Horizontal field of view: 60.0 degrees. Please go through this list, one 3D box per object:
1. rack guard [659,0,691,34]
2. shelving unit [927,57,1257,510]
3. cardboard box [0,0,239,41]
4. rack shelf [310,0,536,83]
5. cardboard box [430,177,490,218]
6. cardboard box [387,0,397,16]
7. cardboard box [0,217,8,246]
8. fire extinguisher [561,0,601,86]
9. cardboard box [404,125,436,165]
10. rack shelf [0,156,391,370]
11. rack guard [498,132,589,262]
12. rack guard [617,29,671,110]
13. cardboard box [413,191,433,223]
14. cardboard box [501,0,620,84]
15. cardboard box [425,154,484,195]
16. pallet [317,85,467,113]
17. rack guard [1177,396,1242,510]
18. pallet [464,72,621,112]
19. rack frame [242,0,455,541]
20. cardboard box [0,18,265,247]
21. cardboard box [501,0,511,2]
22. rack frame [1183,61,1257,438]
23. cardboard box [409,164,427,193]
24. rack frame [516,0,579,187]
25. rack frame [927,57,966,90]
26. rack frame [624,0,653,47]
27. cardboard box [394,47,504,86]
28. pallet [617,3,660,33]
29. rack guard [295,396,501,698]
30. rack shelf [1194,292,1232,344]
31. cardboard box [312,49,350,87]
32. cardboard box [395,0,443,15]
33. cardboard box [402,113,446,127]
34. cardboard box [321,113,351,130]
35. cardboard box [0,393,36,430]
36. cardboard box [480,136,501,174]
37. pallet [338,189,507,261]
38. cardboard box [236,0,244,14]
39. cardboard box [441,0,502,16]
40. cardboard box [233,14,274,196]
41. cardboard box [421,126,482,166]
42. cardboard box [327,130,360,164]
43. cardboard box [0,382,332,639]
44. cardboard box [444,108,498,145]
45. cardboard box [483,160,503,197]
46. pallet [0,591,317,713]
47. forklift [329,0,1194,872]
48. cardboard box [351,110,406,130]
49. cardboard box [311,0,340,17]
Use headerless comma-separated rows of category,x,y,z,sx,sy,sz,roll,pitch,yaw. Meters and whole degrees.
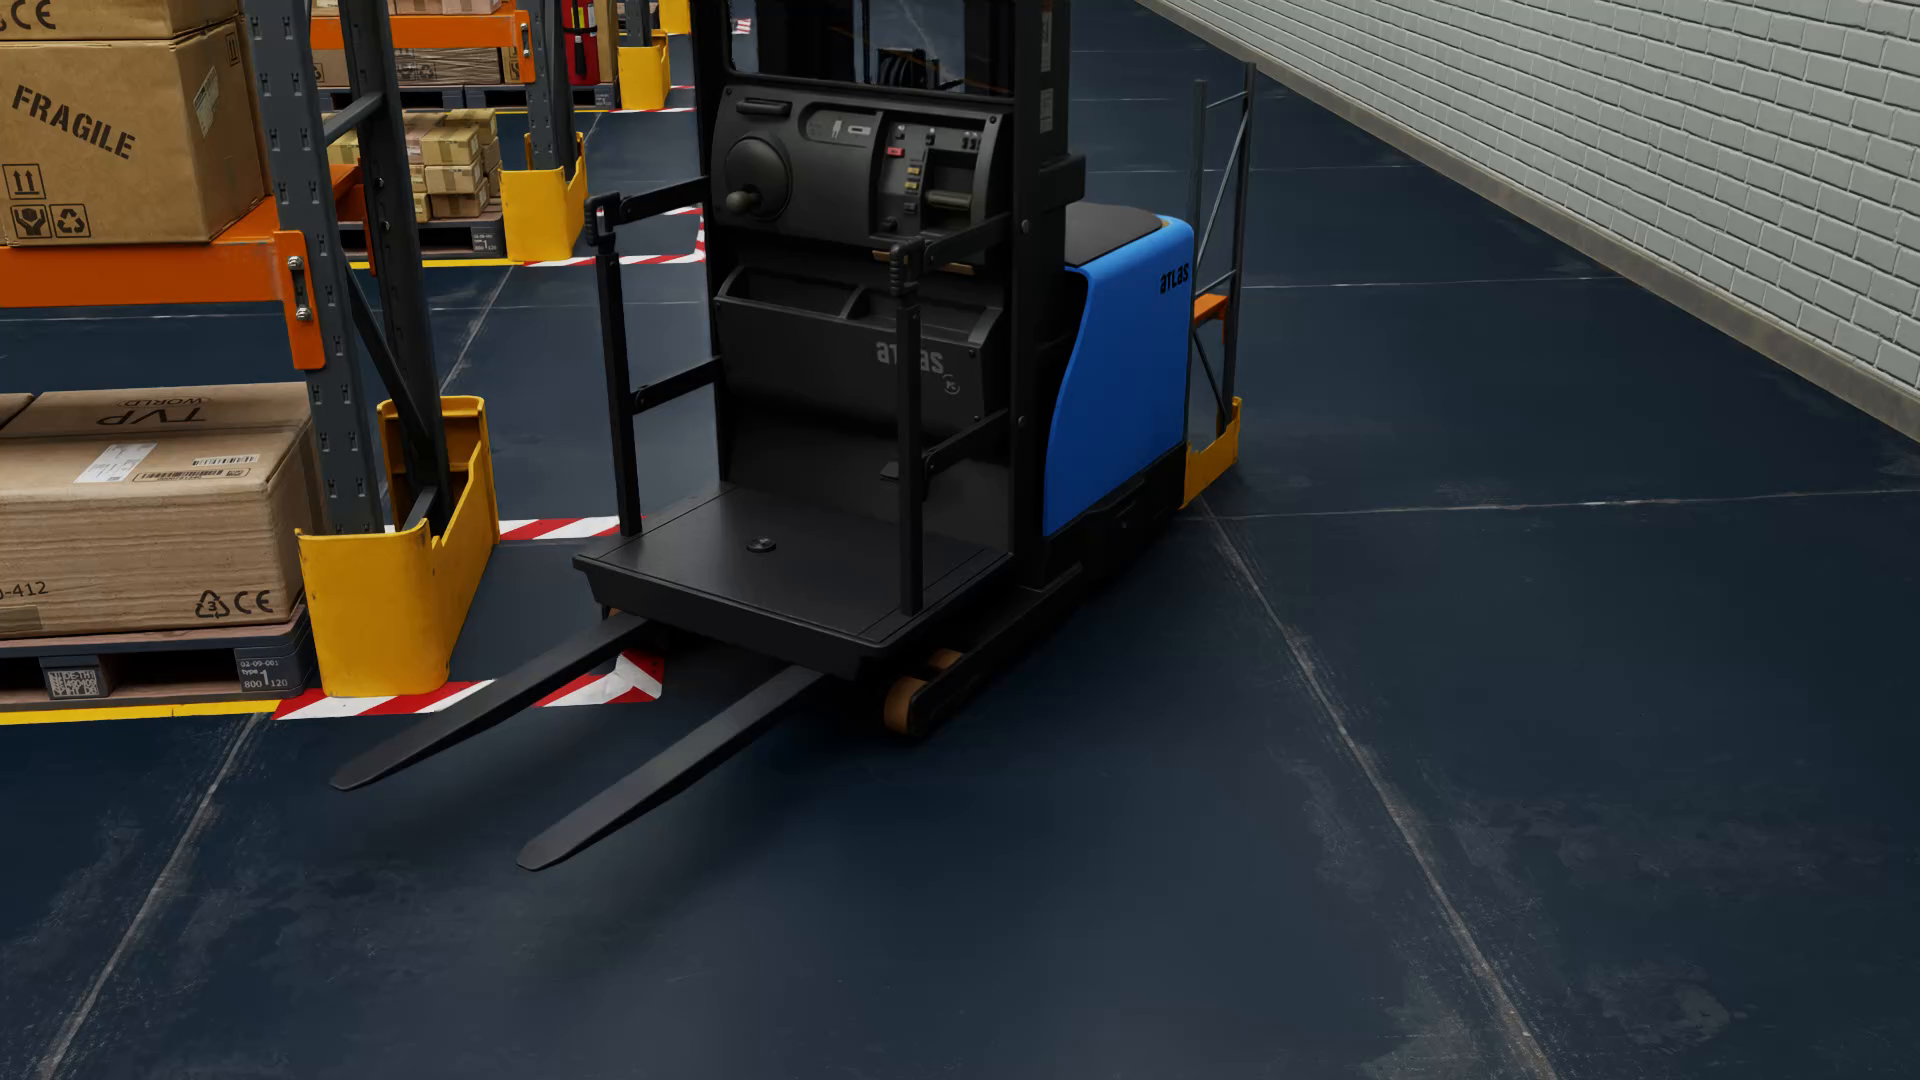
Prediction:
rack guard,-3.175,-6.031,18.703,0.348,0.500,1.175,-2,24,-5
shelving unit,0.469,-1.003,6.160,1.083,1.500,0.587,13,27,27
cardboard box,-2.193,-1.546,4.182,0.500,0.500,0.500,-2,24,-3
rack shelf,-4.314,-2.748,9.124,4.000,0.370,1.077,-2,24,-5
cardboard box,-2.827,-1.940,9.414,0.250,0.149,0.380,-2,24,-4
cardboard box,-3.120,-2.903,8.898,0.250,0.149,0.380,-3,24,-6
cardboard box,-2.692,-1.065,4.330,0.500,0.500,0.500,-3,24,-6
fire extinguisher,-2.028,-2.774,8.852,0.183,0.674,0.296,-2,24,-5
cardboard box,-3.081,-2.207,9.282,0.250,0.149,0.380,-2,24,-4
rack shelf,-3.727,-0.751,4.632,4.000,0.370,1.077,-2,24,-5
rack guard,-2.399,-2.011,9.658,0.348,0.500,1.175,-2,24,-5
rack guard,-2.687,-4.024,14.187,0.348,0.500,1.175,-2,24,-5
cardboard box,-3.073,-1.889,9.299,0.250,0.149,0.380,-2,24,-4
cardboard box,-3.340,-4.328,13.893,0.875,0.875,0.875,-2,24,-5
cardboard box,-2.821,-2.045,9.284,0.250,0.149,0.380,-3,24,-7
pallet,-4.710,-3.780,13.994,1.213,0.211,1.003,-2,24,-5
rack guard,0.902,-0.332,6.189,0.087,0.250,0.587,13,27,27
pallet,-3.499,-3.827,14.101,1.213,0.211,1.003,-2,24,-5
rack frame,-1.737,-1.159,4.665,0.127,3.000,1.000,-2,24,-5
cardboard box,-2.191,-1.079,4.361,0.500,0.500,0.500,-2,24,-5
cardboard box,-2.678,-3.161,9.478,0.250,0.149,0.380,-2,24,-6
rack frame,0.903,-0.903,5.935,0.032,1.500,0.500,13,27,27
cardboard box,-3.086,-2.056,9.309,0.250,0.149,0.380,-3,24,-6
rack frame,-2.324,-3.156,9.158,0.127,3.000,1.000,-2,24,-5
rack frame,0.018,-1.106,6.392,0.032,1.500,0.500,13,27,27
rack frame,-2.711,-5.165,13.677,0.127,3.000,1.000,-2,24,-5
cardboard box,-4.245,-4.292,13.811,0.875,0.875,0.875,-2,24,-5
pallet,-4.022,-5.875,18.709,1.213,0.211,1.003,-2,24,-5
rack guard,-1.713,-0.018,5.175,0.348,0.500,1.175,-2,24,-5
rack shelf,0.461,-0.840,6.237,1.000,0.185,0.538,13,27,27
cardboard box,-5.131,-4.256,13.731,0.875,0.875,0.875,-2,24,-5
cardboard box,-2.872,-2.919,8.934,0.250,0.149,0.380,-2,24,-5
cardboard box,-3.141,-2.374,9.658,0.250,0.149,0.380,-2,24,-4
cardboard box,-3.643,-2.372,9.655,0.250,0.149,0.380,-3,24,-8
cardboard box,-3.294,-0.074,4.860,0.875,0.438,0.875,-2,24,-4
cardboard box,-2.870,-2.264,9.777,0.250,0.149,0.380,-1,24,-3
pallet,-3.211,-1.861,9.676,1.213,0.211,1.003,-2,24,-5
cardboard box,-2.242,-1.758,4.658,0.500,0.500,0.500,-3,24,-6
cardboard box,-2.621,-2.914,8.922,0.250,0.149,0.380,-2,24,-5
cardboard box,-2.243,-1.302,4.863,0.500,0.500,0.500,-2,24,-6
cardboard box,-2.826,-2.194,9.252,0.250,0.149,0.380,-2,24,-5
cardboard box,-3.327,-2.145,9.143,0.250,0.149,0.380,-3,24,-6
cardboard box,-2.384,-0.114,4.950,0.875,0.438,0.875,-3,24,-7
cardboard box,-2.879,-2.434,9.792,0.250,0.149,0.380,-3,24,-8
cardboard box,-2.877,-2.154,9.895,0.250,0.149,0.380,-2,24,-4
pallet,-2.525,0.179,5.089,1.213,0.211,1.003,-2,24,-5
forklift,-0.411,-1.016,4.426,1.130,2.935,3.031,14,28,29
cardboard box,-3.404,-2.416,9.752,0.250,0.149,0.380,-2,24,-5
cardboard box,-3.371,-2.884,8.854,0.250,0.149,0.380,-2,24,-4
